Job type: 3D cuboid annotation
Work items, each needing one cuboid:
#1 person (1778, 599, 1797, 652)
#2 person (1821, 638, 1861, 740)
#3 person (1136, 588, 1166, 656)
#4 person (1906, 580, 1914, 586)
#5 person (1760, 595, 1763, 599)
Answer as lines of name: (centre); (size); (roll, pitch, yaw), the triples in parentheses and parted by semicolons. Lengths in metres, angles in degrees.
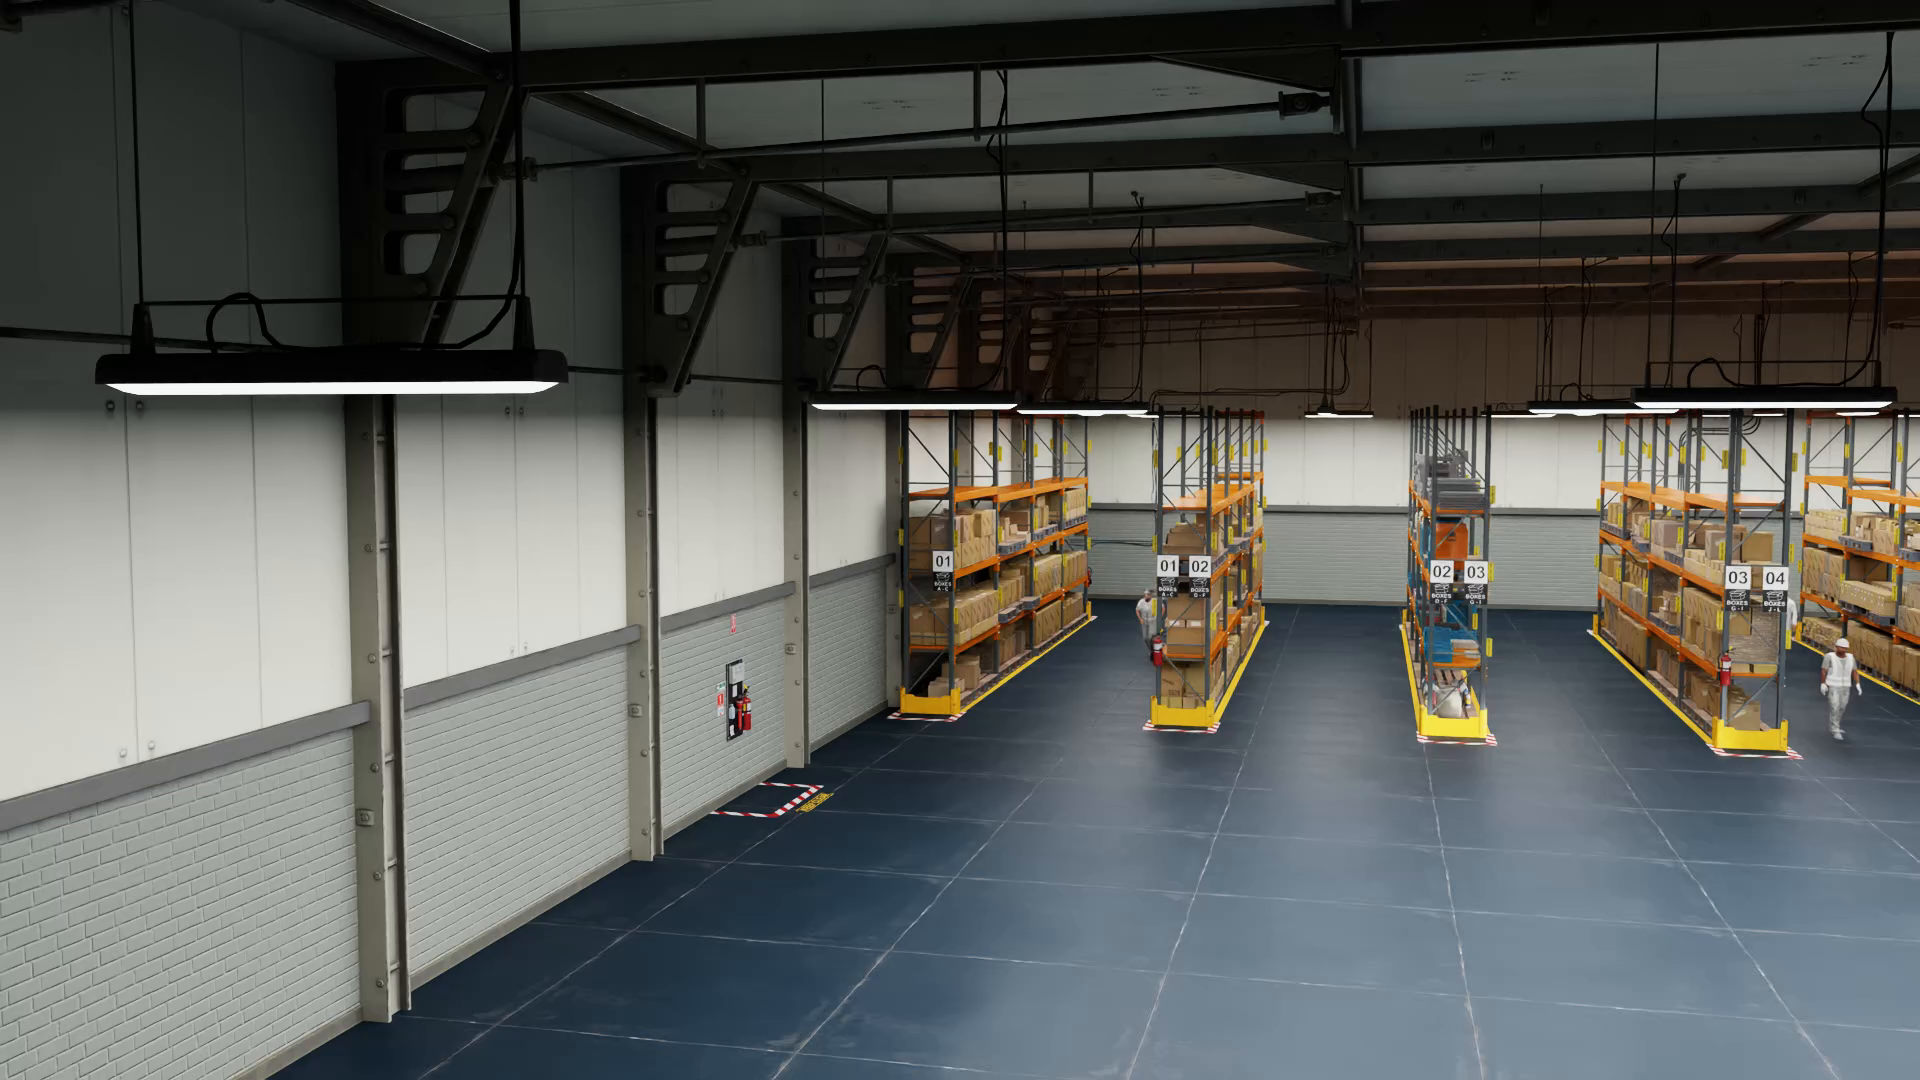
person: (19.483, 2.013, 39.357); (0.581, 1.712, 1.128); (1, 4, 16)
person: (15.972, 2.679, 30.161); (0.608, 1.804, 0.663); (0, 4, 2)
person: (4.627, 1.992, 40.324); (0.699, 1.688, 0.729); (2, 4, 23)
person: (24.883, 1.820, 43.463); (0.967, 1.545, 0.389); (2, 5, 28)
person: (21.536, 1.645, 44.310); (0.475, 1.797, 0.617); (-1, 4, -16)
